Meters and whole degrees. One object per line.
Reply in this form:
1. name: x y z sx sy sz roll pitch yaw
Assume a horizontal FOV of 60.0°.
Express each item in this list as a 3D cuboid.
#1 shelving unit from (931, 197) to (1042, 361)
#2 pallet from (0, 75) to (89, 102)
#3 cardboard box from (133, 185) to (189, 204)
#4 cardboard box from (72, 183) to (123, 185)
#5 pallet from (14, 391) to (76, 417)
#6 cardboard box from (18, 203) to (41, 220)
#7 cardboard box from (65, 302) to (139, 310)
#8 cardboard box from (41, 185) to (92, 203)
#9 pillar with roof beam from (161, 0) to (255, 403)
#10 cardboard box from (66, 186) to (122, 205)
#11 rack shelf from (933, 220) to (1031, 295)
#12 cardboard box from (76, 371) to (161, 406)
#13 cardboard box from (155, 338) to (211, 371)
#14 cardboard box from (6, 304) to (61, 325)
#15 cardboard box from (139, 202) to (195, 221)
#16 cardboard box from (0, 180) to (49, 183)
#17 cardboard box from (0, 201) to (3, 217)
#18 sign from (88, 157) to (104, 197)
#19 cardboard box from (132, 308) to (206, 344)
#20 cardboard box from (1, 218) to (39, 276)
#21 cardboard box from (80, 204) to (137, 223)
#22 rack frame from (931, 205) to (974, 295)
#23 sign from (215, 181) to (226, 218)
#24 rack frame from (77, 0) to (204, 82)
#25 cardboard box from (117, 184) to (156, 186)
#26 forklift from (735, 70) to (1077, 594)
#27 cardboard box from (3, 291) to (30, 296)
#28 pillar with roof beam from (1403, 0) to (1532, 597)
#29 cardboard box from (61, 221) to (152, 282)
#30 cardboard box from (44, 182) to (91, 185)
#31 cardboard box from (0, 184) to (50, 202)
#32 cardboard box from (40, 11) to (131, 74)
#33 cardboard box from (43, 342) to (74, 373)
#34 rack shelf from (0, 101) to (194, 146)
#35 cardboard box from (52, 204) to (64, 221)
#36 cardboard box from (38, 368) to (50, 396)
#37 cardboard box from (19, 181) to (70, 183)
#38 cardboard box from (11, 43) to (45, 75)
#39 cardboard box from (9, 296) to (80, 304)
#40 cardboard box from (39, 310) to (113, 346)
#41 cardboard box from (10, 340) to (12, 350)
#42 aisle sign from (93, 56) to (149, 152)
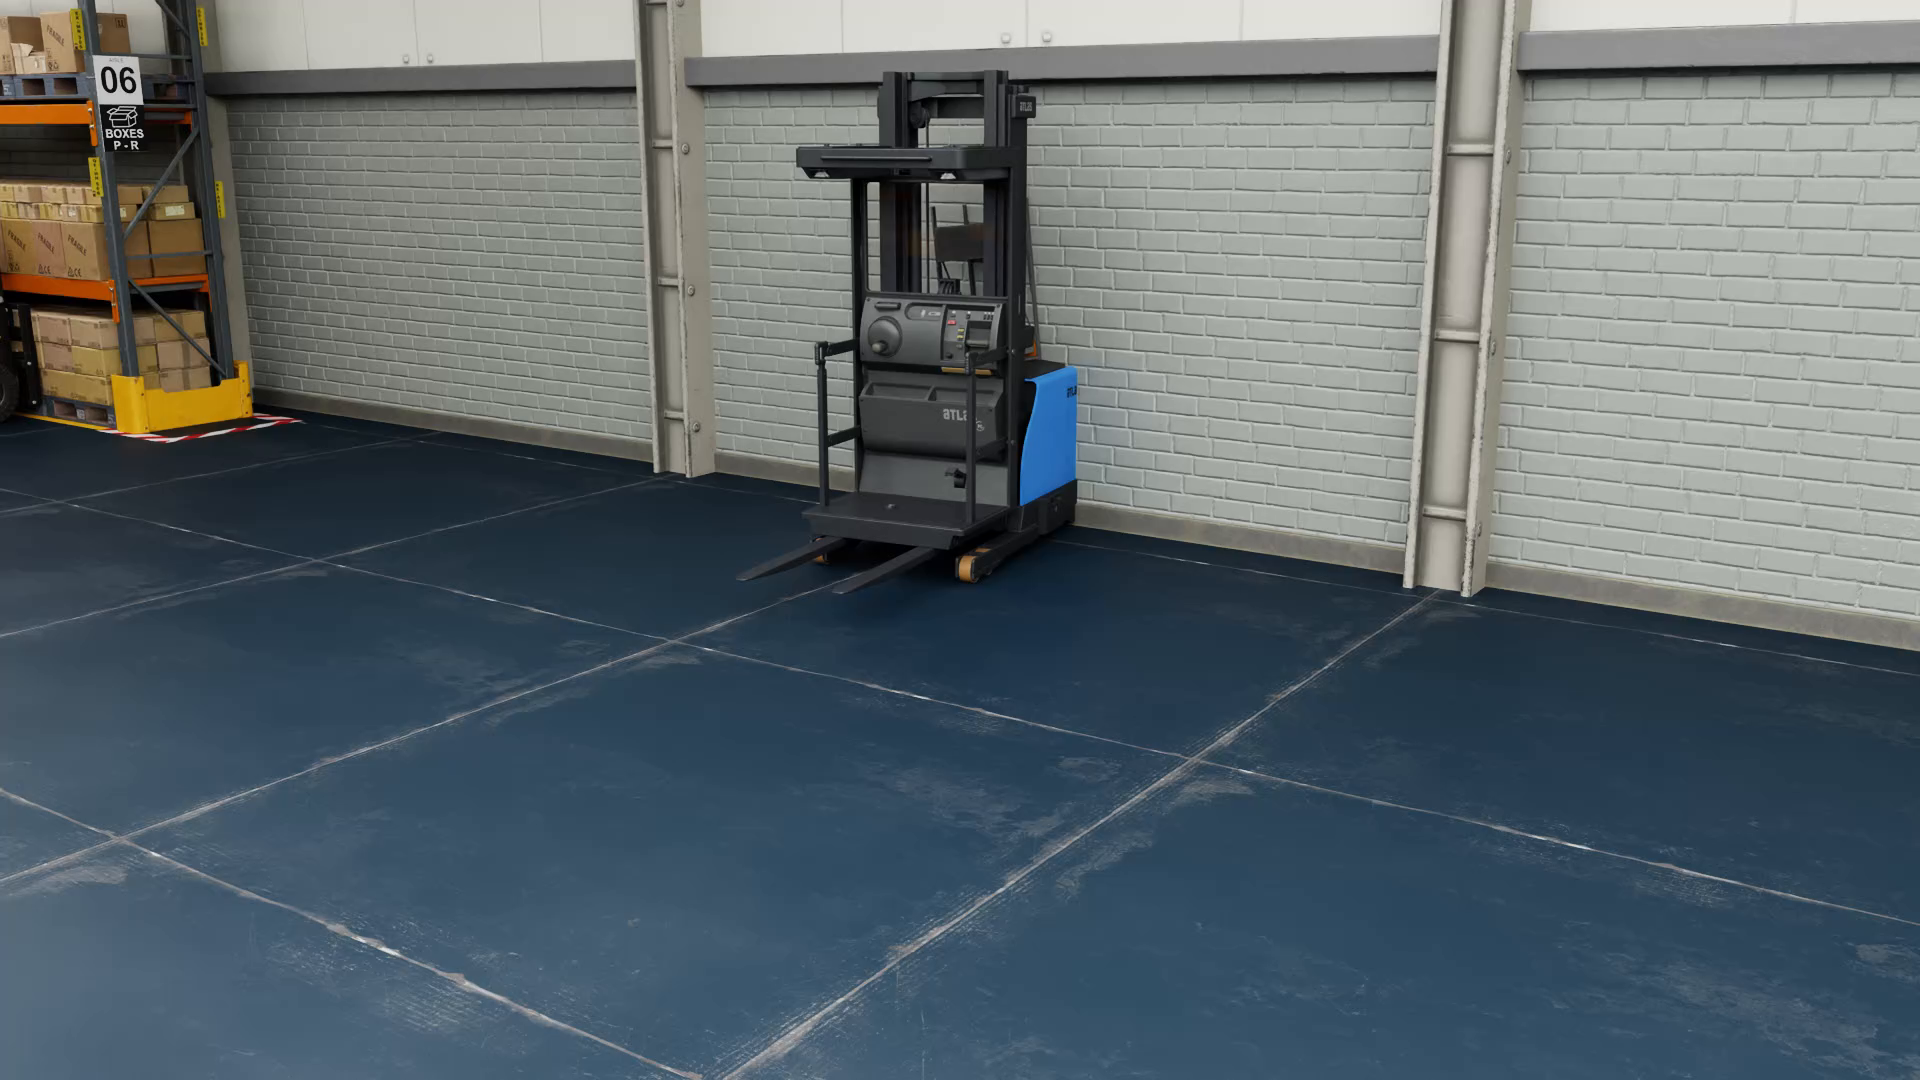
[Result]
1. shelving unit: 0.226 -1.191 11.104 0.503 2.100 0.431 1 12 36
2. pallet: -8.636 -4.199 15.485 1.213 0.211 1.003 9 17 33
3. cardboard box: -7.206 -3.118 14.999 0.250 0.149 0.380 9 16 32
4. cardboard box: -8.061 -3.259 15.569 0.250 0.149 0.380 10 17 35
5. pallet: -8.713 -1.427 16.148 1.213 0.211 1.003 9 17 33
6. cardboard box: -8.348 -3.014 15.198 0.250 0.149 0.380 9 16 31
7. cardboard box: -8.166 -2.115 15.891 0.500 0.250 0.500 9 17 32
8. cardboard box: -8.081 -3.141 15.093 0.250 0.149 0.380 9 17 33
9. pillar with roof beam: -9.524 -4.849 11.686 0.400 9.000 9.100 9 17 33
10. cardboard box: -7.684 -3.063 14.778 0.250 0.149 0.380 9 17 33
11. rack shelf: 0.161 -1.864 10.990 0.480 0.518 0.431 1 12 36
12. cardboard box: -7.613 -1.392 15.051 0.500 0.250 0.500 9 17 33
13. cardboard box: -7.321 -1.739 15.413 0.500 0.250 0.500 10 17 34
14. cardboard box: -8.871 -2.079 15.747 0.500 0.250 0.500 9 16 32
15. cardboard box: -7.184 -2.983 15.074 0.250 0.149 0.380 9 16 31
16. cardboard box: -9.278 -3.488 16.496 0.250 0.149 0.380 9 16 32
17. cardboard box: -8.726 -3.095 15.526 0.250 0.149 0.380 9 17 32
18. sign: -7.361 -3.093 14.174 0.005 0.325 0.100 9 17 33
19. cardboard box: -7.340 -1.979 15.344 0.500 0.250 0.500 9 16 32
20. cardboard box: -8.453 -2.725 15.380 0.500 0.500 0.500 9 16 32
21. cardboard box: -7.491 -2.877 14.643 0.250 0.149 0.380 9 17 34
22. rack frame: 0.028 -1.196 11.247 0.015 2.100 0.400 1 12 36
23. sign: -6.732 -3.091 15.101 0.005 0.325 0.100 9 17 33
24. rack frame: -7.047 -5.435 14.050 0.127 3.000 1.000 9 17 33
25. cardboard box: -7.632 -3.192 15.300 0.250 0.149 0.380 10 17 34
26. forklift: -0.269 -1.288 9.926 1.130 2.935 3.031 7 15 25
27. cardboard box: -9.850 -2.386 16.987 0.500 0.250 0.500 10 17 34
28. pillar with roof beam: 0.433 -3.240 5.185 0.400 9.000 9.100 9 17 33
29. cardboard box: -7.602 -2.585 14.814 0.500 0.500 0.500 9 16 32
30. cardboard box: -8.474 -3.331 15.860 0.250 0.149 0.380 9 17 33
31. cardboard box: -8.577 -3.188 15.280 0.250 0.149 0.380 10 17 34
32. cardboard box: -7.550 -4.290 14.380 0.500 0.500 0.500 10 17 35
33. cardboard box: -8.035 -1.707 15.283 0.500 0.250 0.500 9 17 32
34. rack shelf: -8.706 -3.898 15.581 4.000 0.370 1.077 9 17 33
35. cardboard box: -7.901 -2.952 14.948 0.250 0.149 0.380 10 17 34
36. cardboard box: -8.431 -1.529 15.606 0.500 0.250 0.500 9 17 33
37. cardboard box: -8.888 -3.406 16.163 0.250 0.149 0.380 9 16 32
38. cardboard box: -8.114 -4.250 14.706 0.258 0.266 0.396 9 17 33
39. cardboard box: -9.009 -2.251 16.440 0.500 0.250 0.500 9 17 33
40. cardboard box: -8.030 -1.944 15.201 0.500 0.250 0.500 10 17 34
41. cardboard box: -8.889 -1.840 15.820 0.500 0.250 0.500 9 17 33
42. aisle sign: -7.156 -3.717 14.186 0.004 0.787 0.394 9 17 33
